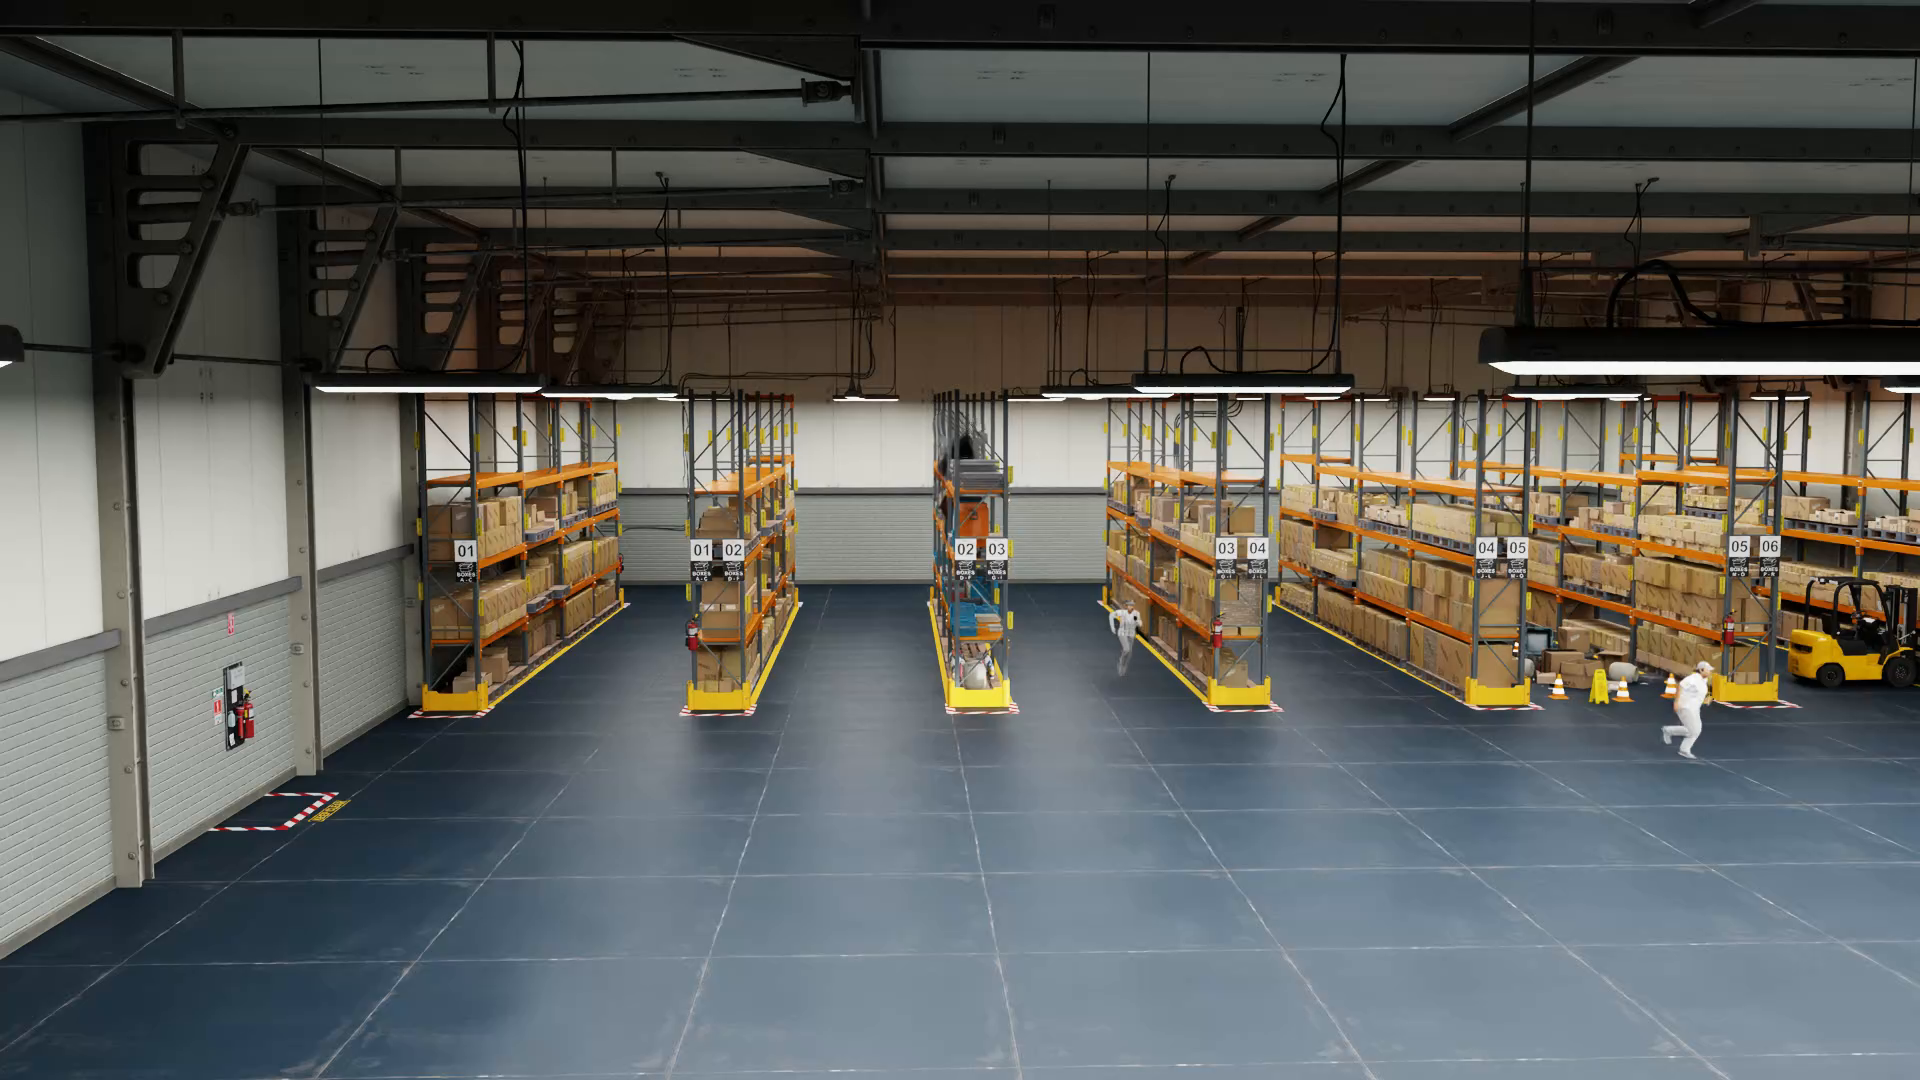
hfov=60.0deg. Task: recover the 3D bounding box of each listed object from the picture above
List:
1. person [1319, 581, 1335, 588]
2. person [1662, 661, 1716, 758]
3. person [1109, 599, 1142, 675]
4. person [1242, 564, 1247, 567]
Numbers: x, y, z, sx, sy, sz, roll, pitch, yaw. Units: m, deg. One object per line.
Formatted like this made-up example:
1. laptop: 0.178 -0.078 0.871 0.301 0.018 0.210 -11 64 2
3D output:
1. person: 10.762 0.898 48.786 0.727 1.732 0.884 -4 6 -40
2. person: 11.853 2.749 27.037 0.767 1.604 0.599 4 6 40
3. person: 3.369 1.964 33.677 0.598 1.608 0.815 -2 5 -19
4. person: 8.257 0.990 47.983 0.659 1.653 0.658 2 5 20
